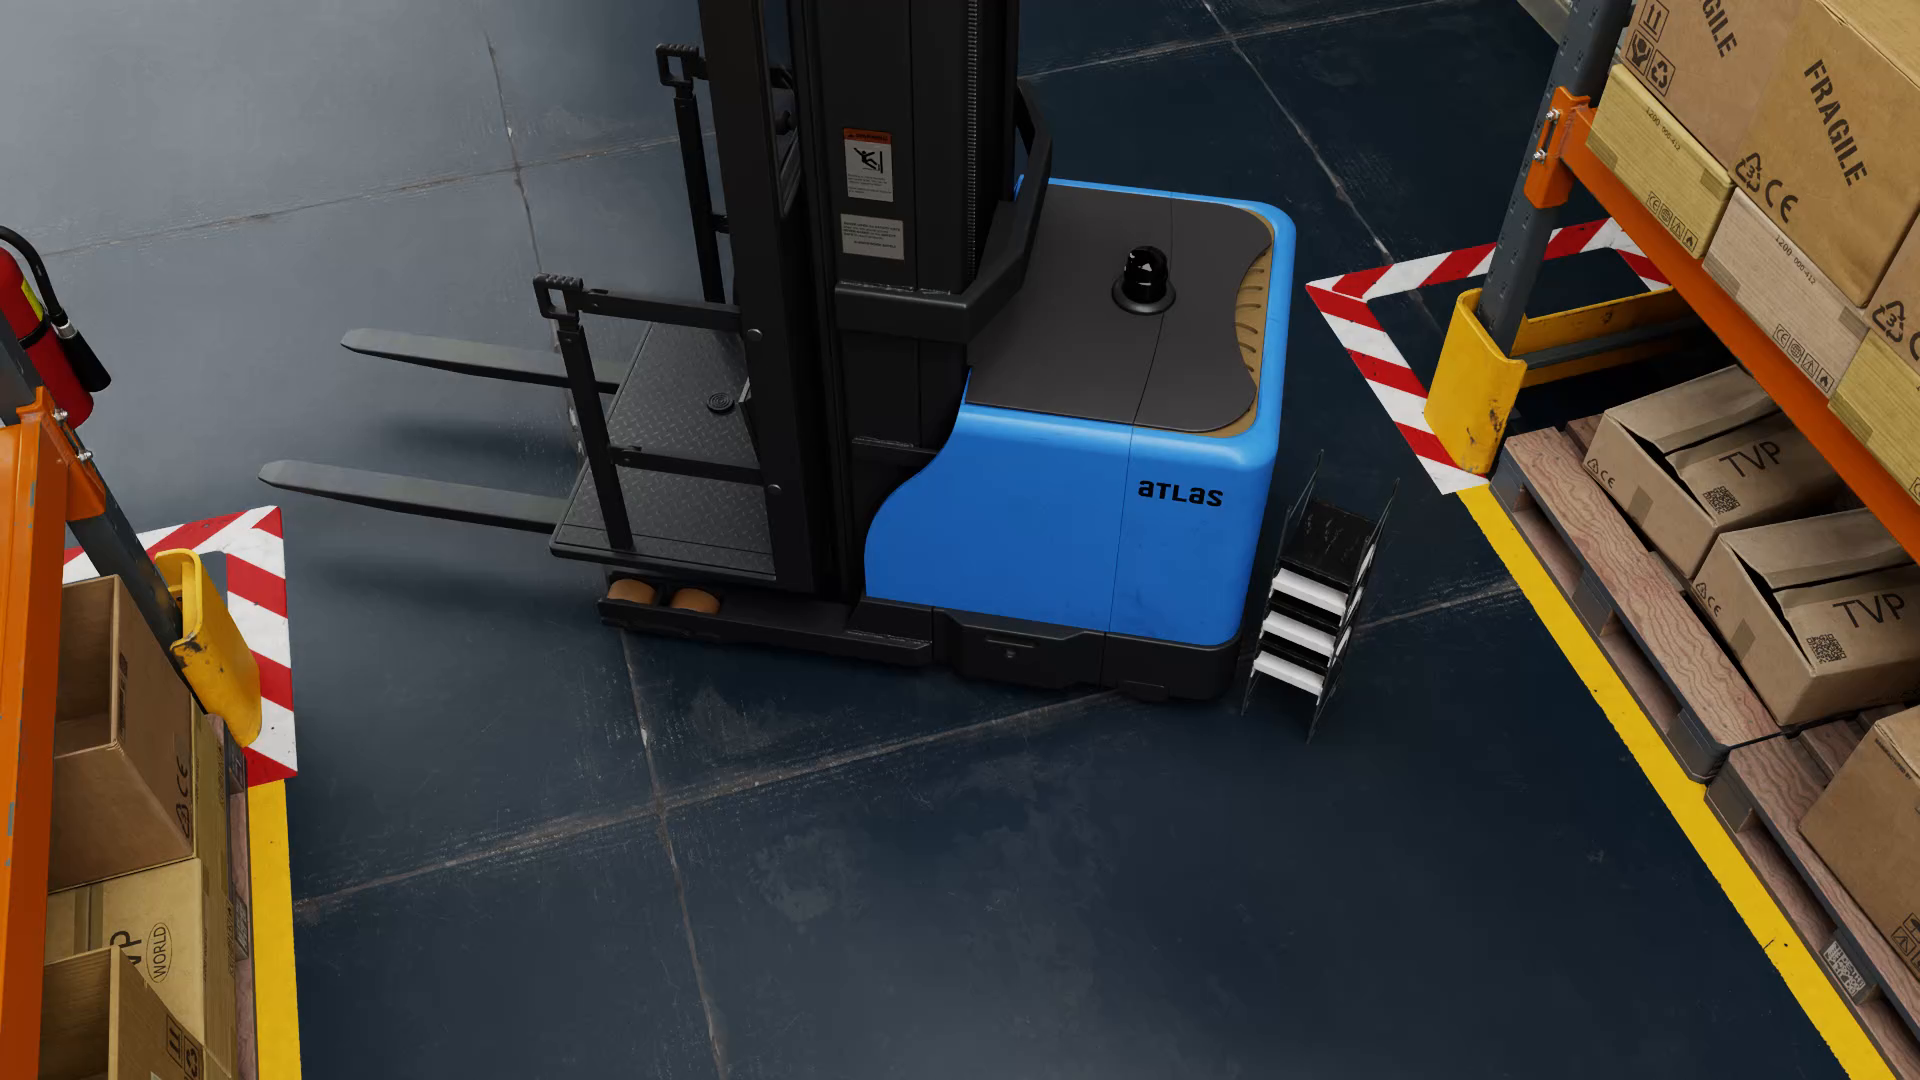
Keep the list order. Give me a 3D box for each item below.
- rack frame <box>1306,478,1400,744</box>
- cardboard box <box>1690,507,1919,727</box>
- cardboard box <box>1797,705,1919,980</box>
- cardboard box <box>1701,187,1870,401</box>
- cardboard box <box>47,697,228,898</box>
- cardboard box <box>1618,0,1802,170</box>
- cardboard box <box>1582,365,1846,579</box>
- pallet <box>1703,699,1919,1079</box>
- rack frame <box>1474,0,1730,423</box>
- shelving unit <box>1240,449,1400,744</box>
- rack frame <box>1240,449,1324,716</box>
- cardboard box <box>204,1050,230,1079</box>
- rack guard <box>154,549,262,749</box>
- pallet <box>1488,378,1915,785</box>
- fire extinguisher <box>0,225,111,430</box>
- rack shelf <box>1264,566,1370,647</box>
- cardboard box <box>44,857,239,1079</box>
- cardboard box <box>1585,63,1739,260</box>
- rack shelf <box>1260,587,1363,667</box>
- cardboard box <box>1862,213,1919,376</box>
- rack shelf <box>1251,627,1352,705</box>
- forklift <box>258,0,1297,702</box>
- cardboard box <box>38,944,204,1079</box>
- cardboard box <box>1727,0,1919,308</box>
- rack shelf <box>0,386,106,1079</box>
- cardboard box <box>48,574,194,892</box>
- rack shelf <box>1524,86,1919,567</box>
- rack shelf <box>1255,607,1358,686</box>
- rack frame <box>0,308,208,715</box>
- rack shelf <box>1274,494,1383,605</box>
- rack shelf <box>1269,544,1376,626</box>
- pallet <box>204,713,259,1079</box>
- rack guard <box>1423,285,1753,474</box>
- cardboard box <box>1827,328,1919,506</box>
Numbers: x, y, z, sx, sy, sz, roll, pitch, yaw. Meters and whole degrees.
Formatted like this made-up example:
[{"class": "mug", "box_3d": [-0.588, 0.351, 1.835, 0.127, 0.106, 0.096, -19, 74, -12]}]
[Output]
[{"class": "rack frame", "box_3d": [1.052, 0.214, 4.481, 0.006, 0.900, 0.240, 23, 54, 18]}, {"class": "cardboard box", "box_3d": [2.420, 0.185, 4.603, 0.500, 0.311, 0.500, -10, 51, -8]}, {"class": "cardboard box", "box_3d": [2.589, 0.672, 4.069, 0.700, 0.500, 0.500, -16, 52, -13]}, {"class": "cardboard box", "box_3d": [2.141, -0.635, 3.909, 0.500, 0.250, 0.500, -15, 51, -12]}, {"class": "cardboard box", "box_3d": [-2.157, 0.717, 4.207, 0.500, 0.250, 0.500, -13, 51, -11]}, {"class": "cardboard box", "box_3d": [1.987, -1.265, 3.949, 0.500, 0.500, 0.500, -13, 51, -11]}, {"class": "cardboard box", "box_3d": [2.251, -0.231, 4.954, 0.500, 0.311, 0.500, -19, 52, -15]}, {"class": "pallet", "box_3d": [2.719, 0.964, 4.300, 1.003, 0.211, 1.213, -13, 51, -11]}, {"class": "rack frame", "box_3d": [2.133, -1.481, 4.537, 1.000, 3.000, 0.127, -13, 51, -11]}, {"class": "shelving unit", "box_3d": [0.963, 0.176, 4.513, 0.210, 0.900, 0.258, 23, 54, 18]}, {"class": "rack frame", "box_3d": [0.874, 0.138, 4.545, 0.006, 0.900, 0.240, 23, 54, 18]}, {"class": "cardboard box", "box_3d": [-1.848, 1.444, 3.594, 0.500, 0.250, 0.500, -13, 51, -11]}, {"class": "rack guard", "box_3d": [-2.605, 0.429, 4.561, 1.175, 0.500, 0.348, -13, 51, -11]}, {"class": "pallet", "box_3d": [2.362, 0.074, 5.049, 1.003, 0.211, 1.213, -13, 51, -11]}, {"class": "fire extinguisher", "box_3d": [-2.189, -0.525, 3.781, 0.296, 0.674, 0.183, -13, 51, -11]}, {"class": "rack shelf", "box_3d": [0.963, 0.139, 4.470, 0.200, 0.077, 0.258, 23, 54, 18]}, {"class": "cardboard box", "box_3d": [-1.998, 1.080, 3.902, 0.500, 0.250, 0.500, -13, 51, -11]}, {"class": "cardboard box", "box_3d": [1.974, -1.011, 4.226, 0.500, 0.250, 0.500, -15, 51, -12]}, {"class": "rack shelf", "box_3d": [0.963, 0.197, 4.539, 0.200, 0.077, 0.258, 23, 54, 18]}, {"class": "cardboard box", "box_3d": [2.270, -0.523, 3.323, 0.500, 0.500, 0.500, -15, 51, -12]}, {"class": "rack shelf", "box_3d": [0.963, 0.313, 4.676, 0.200, 0.077, 0.258, 23, 54, 18]}, {"class": "forklift", "box_3d": [-0.617, -1.033, 4.204, 3.031, 2.935, 1.130, 8, 50, 7]}, {"class": "cardboard box", "box_3d": [-1.846, 1.202, 3.308, 0.500, 0.500, 0.500, -13, 51, -11]}, {"class": "cardboard box", "box_3d": [2.124, -0.901, 3.643, 0.500, 0.500, 0.500, -13, 51, -11]}, {"class": "rack shelf", "box_3d": [-2.007, 1.334, 2.634, 1.077, 0.370, 4.000, -13, 51, -11]}, {"class": "cardboard box", "box_3d": [-2.155, 0.475, 3.921, 0.500, 0.500, 0.500, -13, 51, -11]}, {"class": "rack shelf", "box_3d": [2.724, 0.211, 3.581, 1.077, 0.370, 4.000, -13, 51, -11]}, {"class": "rack shelf", "box_3d": [0.963, 0.255, 4.607, 0.200, 0.077, 0.258, 23, 54, 18]}, {"class": "rack frame", "box_3d": [-2.598, -0.359, 3.590, 1.000, 3.000, 0.127, -13, 51, -11]}, {"class": "rack shelf", "box_3d": [0.963, 0.023, 4.332, 0.200, 0.077, 0.258, 23, 54, 18]}, {"class": "rack shelf", "box_3d": [0.963, 0.081, 4.401, 0.200, 0.077, 0.258, 23, 54, 18]}, {"class": "pallet", "box_3d": [-2.332, 1.089, 4.194, 1.003, 0.211, 1.213, -13, 51, -11]}, {"class": "rack guard", "box_3d": [2.155, -0.620, 5.446, 1.175, 0.500, 0.348, -13, 51, -11]}, {"class": "cardboard box", "box_3d": [2.286, -0.262, 3.594, 0.500, 0.250, 0.500, -14, 51, -12]}]
